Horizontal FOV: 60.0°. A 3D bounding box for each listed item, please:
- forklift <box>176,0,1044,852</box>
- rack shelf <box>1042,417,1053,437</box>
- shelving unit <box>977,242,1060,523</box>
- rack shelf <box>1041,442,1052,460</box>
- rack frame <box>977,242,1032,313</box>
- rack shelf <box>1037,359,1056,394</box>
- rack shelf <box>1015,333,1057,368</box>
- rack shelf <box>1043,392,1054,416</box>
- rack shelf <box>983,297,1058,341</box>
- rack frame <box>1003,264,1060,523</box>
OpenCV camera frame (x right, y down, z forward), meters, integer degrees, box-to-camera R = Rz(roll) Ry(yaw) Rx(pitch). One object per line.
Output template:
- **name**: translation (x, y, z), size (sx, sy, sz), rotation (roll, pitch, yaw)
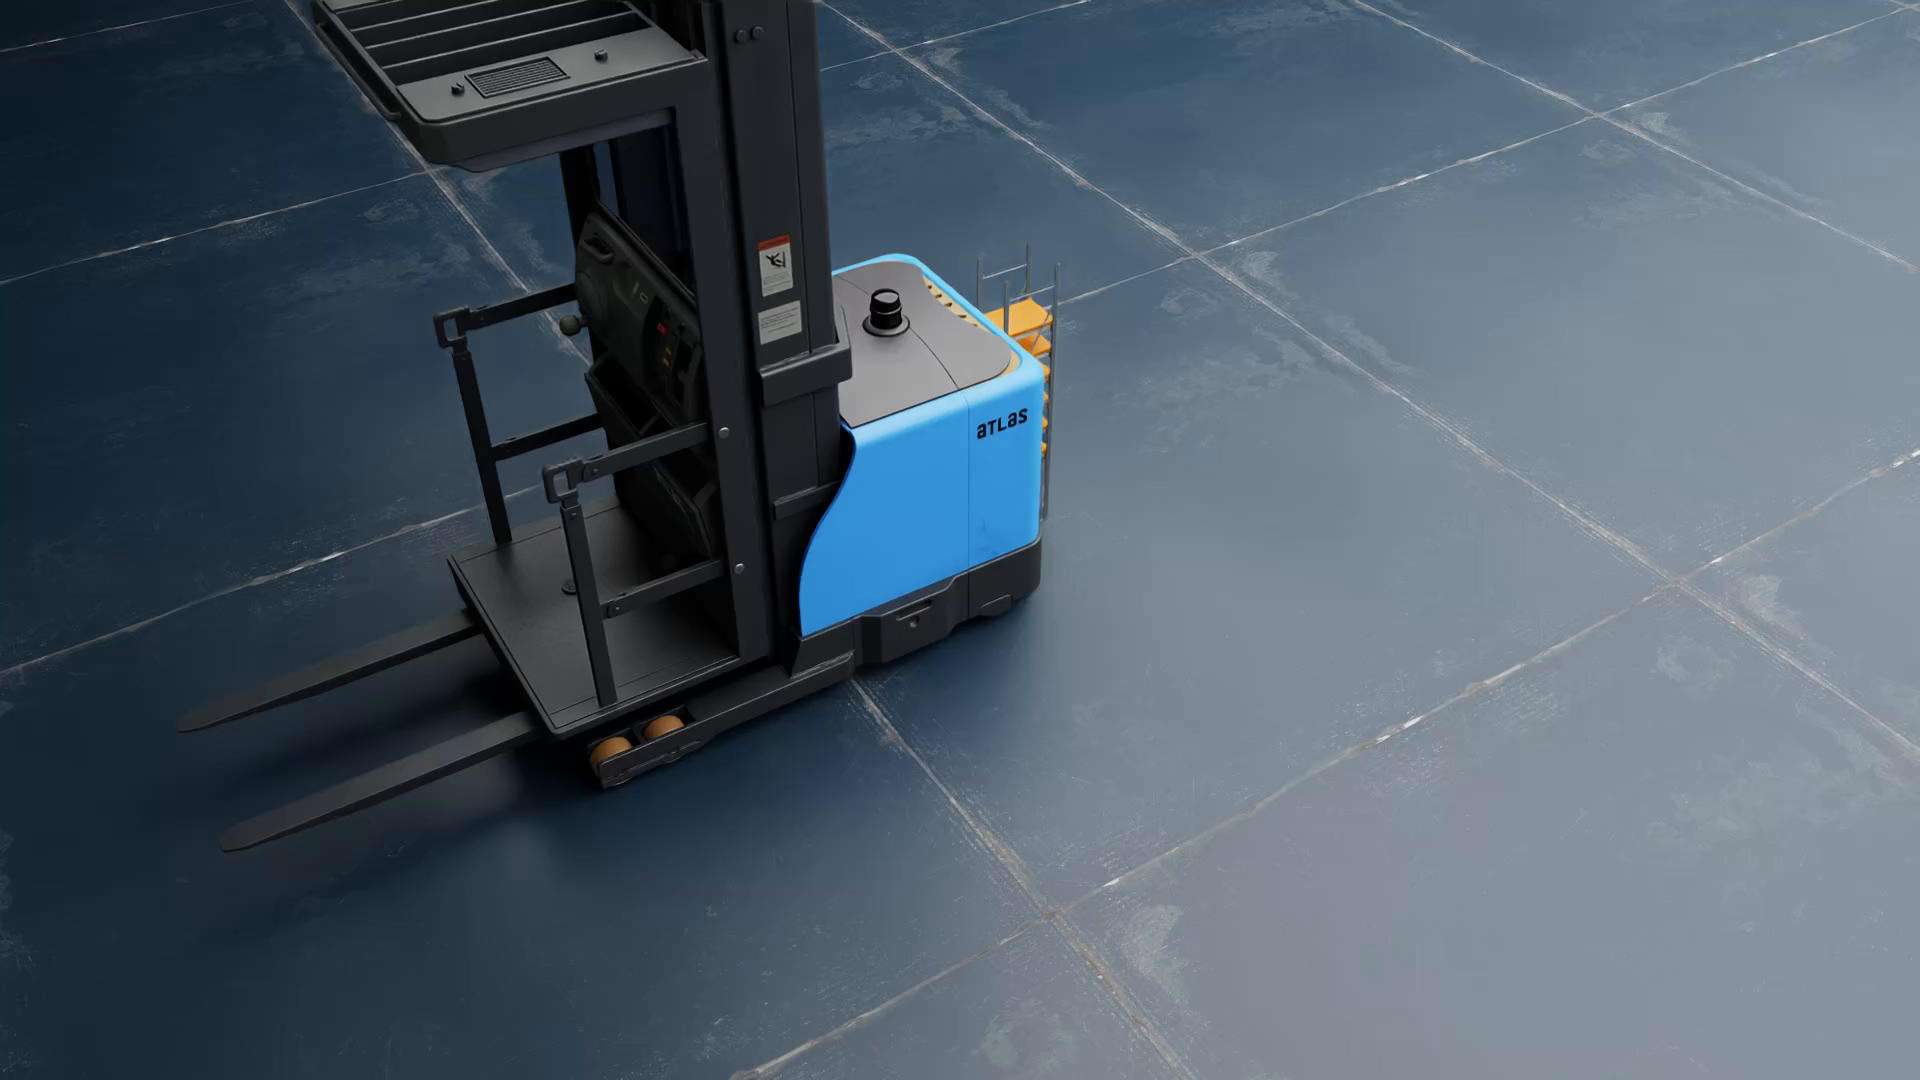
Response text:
- **forklift**: translation (-1.211, -0.669, 5.263), size (3.031, 2.935, 1.130), rotation (-22, 44, -24)
- **rack shelf**: translation (0.211, -0.431, 6.586), size (0.258, 0.103, 0.180), rotation (-22, 44, -24)
- **shelving unit**: translation (0.212, -0.558, 6.481), size (0.258, 1.200, 0.189), rotation (-22, 44, -24)
- **rack shelf**: translation (0.210, -0.339, 6.663), size (0.258, 0.103, 0.180), rotation (-22, 44, -24)
- **rack frame**: translation (0.163, -0.608, 6.541), size (0.240, 1.200, 0.006), rotation (-22, 44, -24)
- **rack shelf**: translation (0.212, -0.616, 6.433), size (0.258, 0.103, 0.180), rotation (-22, 44, -24)
- **rack shelf**: translation (0.213, -0.709, 6.356), size (0.258, 0.103, 0.180), rotation (-22, 44, -24)
- **rack shelf**: translation (0.211, -0.524, 6.509), size (0.258, 0.103, 0.180), rotation (-22, 44, -24)
- **rack shelf**: translation (0.213, -0.801, 6.280), size (0.258, 0.103, 0.180), rotation (-22, 44, -24)
- **rack frame**: translation (0.260, -0.508, 6.422), size (0.240, 1.200, 0.006), rotation (-22, 44, -24)
